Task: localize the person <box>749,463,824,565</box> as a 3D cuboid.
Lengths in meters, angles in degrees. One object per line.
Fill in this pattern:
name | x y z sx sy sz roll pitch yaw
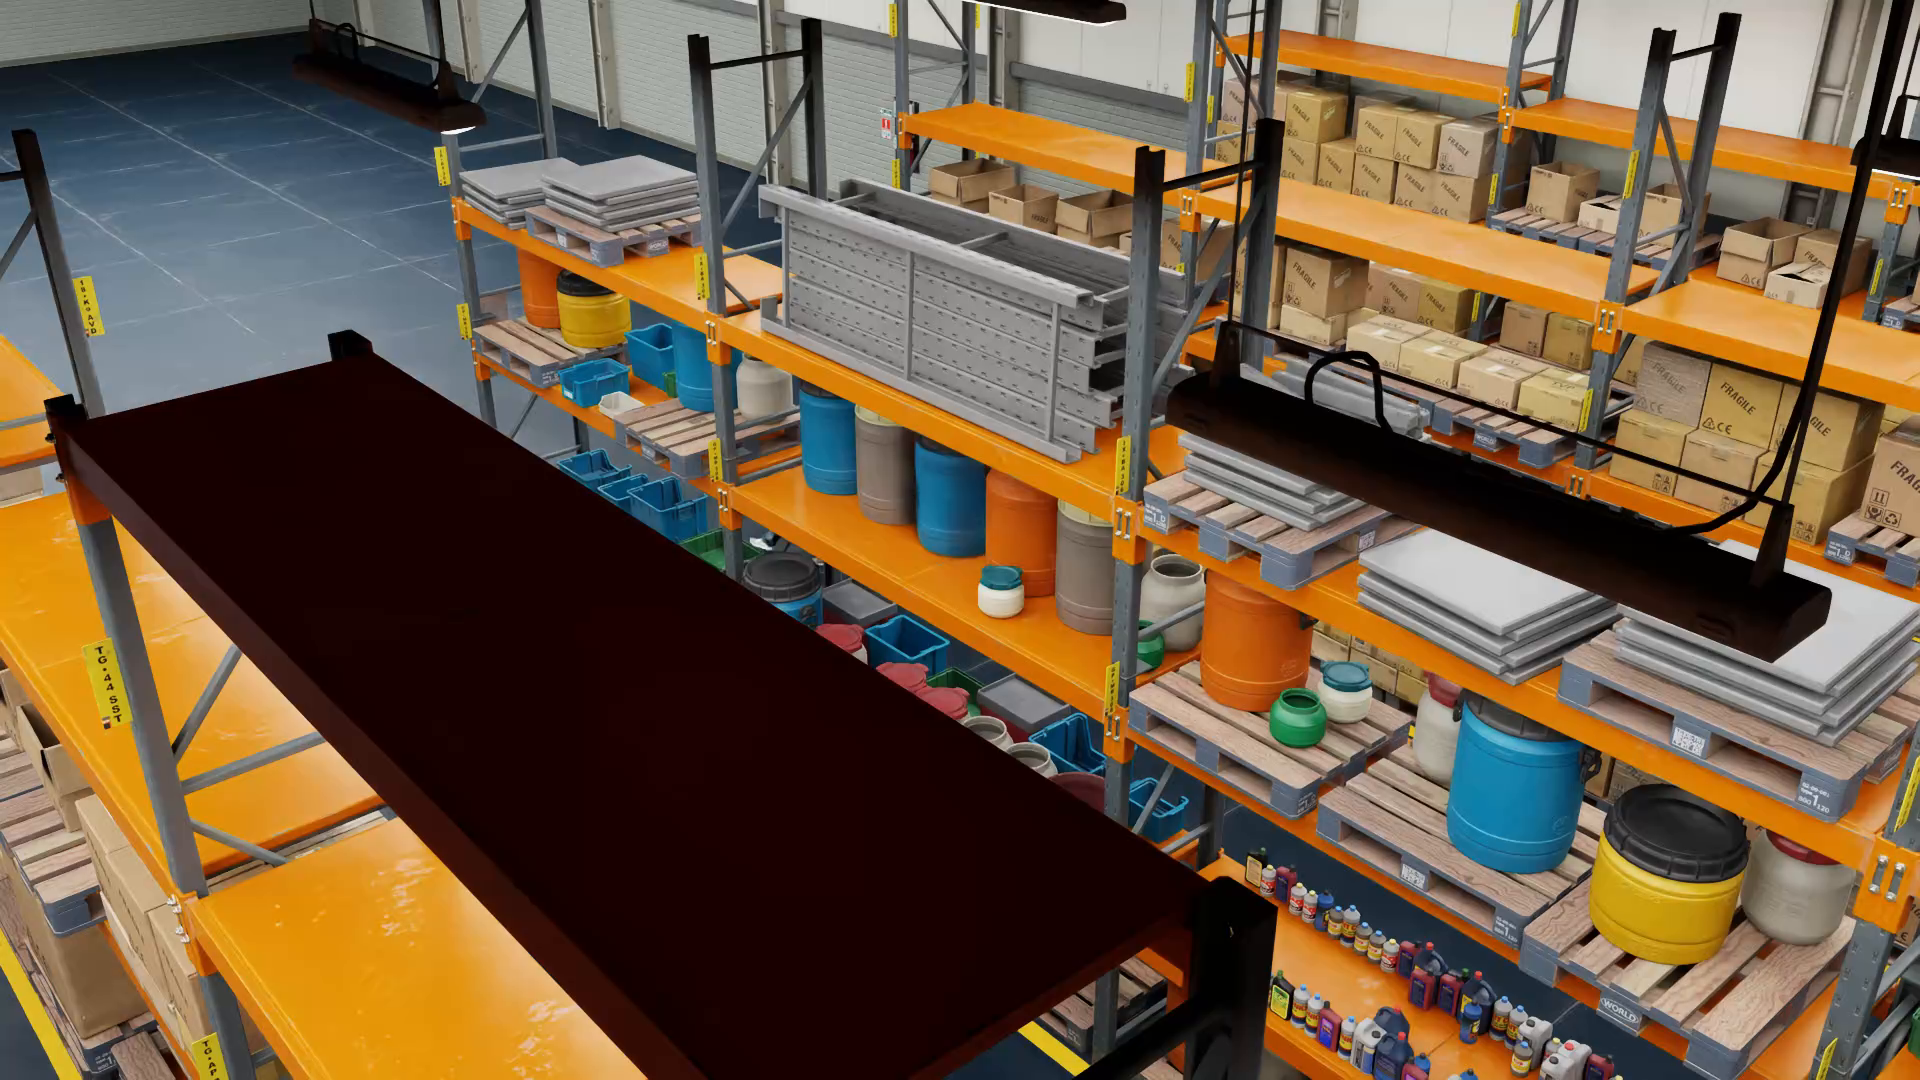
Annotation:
person | -1.754 -0.487 16.778 0.979 1.539 0.440 5 27 9
